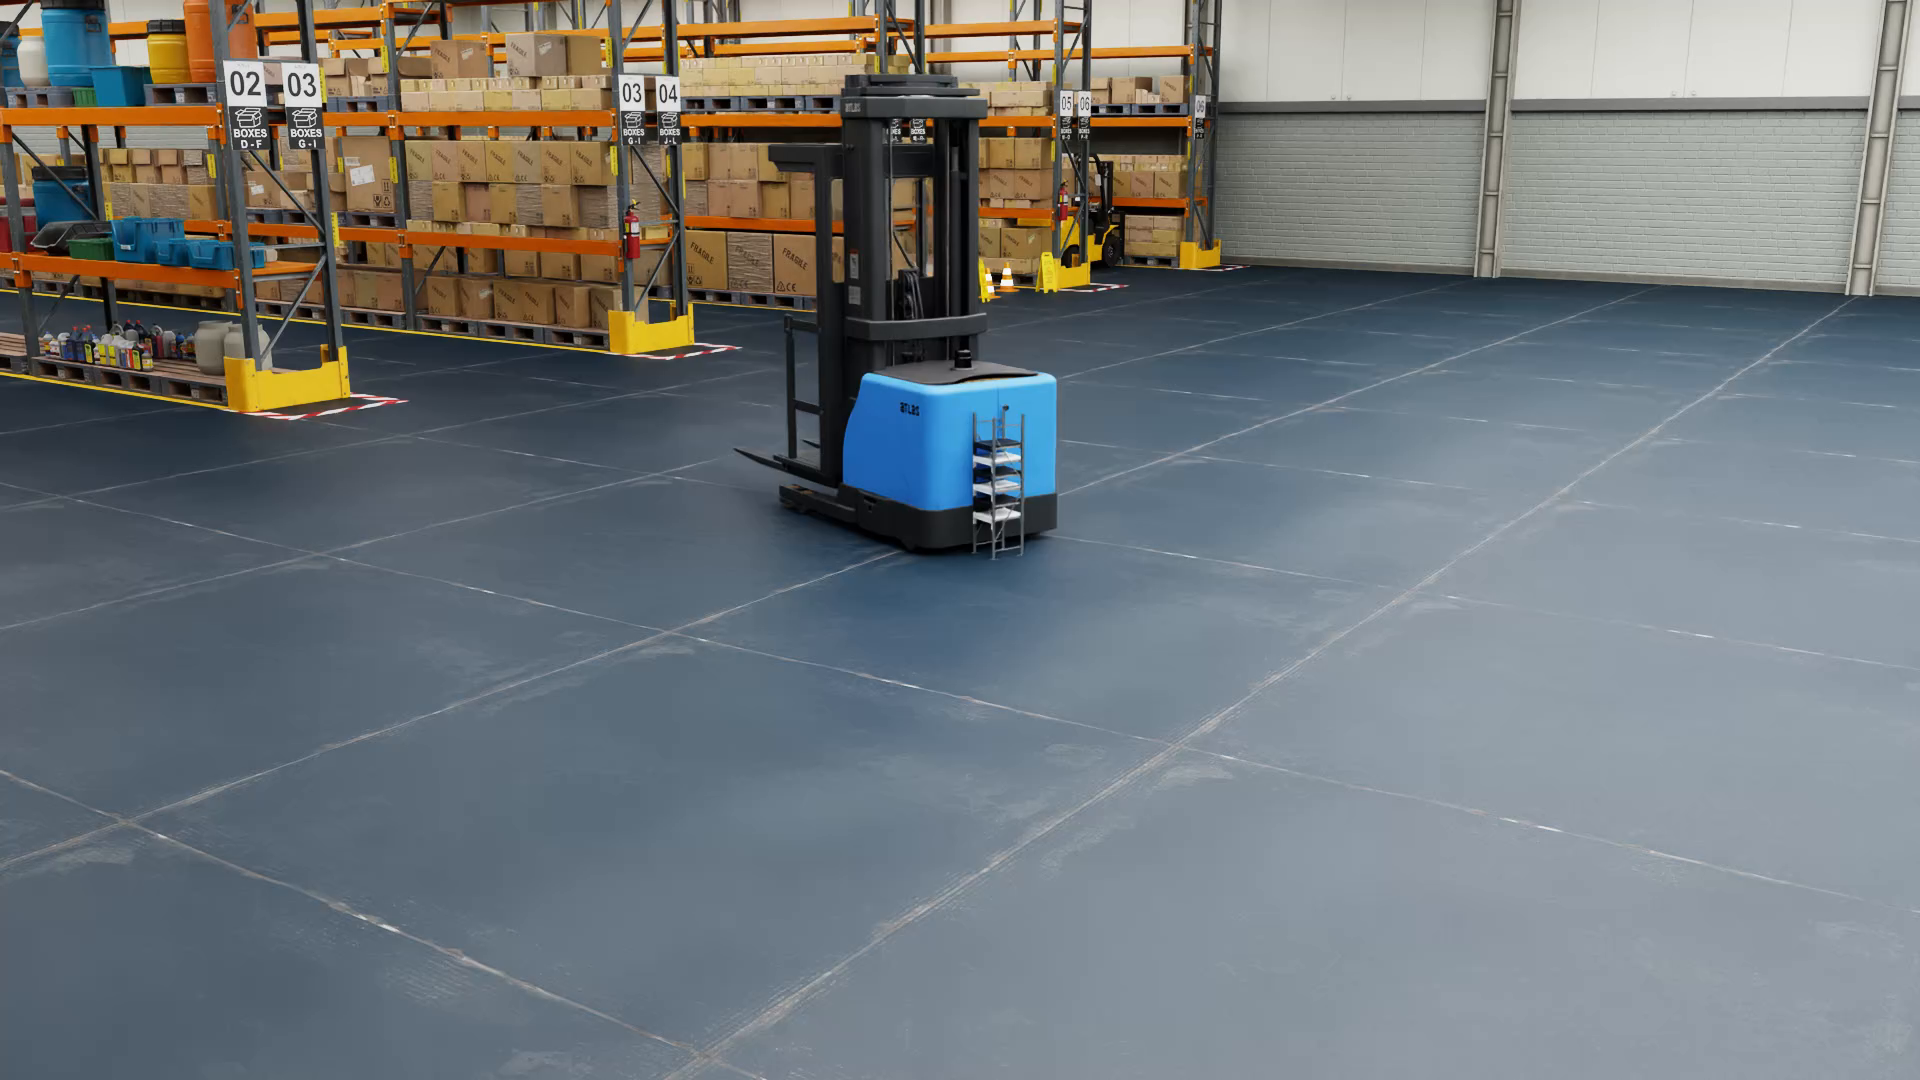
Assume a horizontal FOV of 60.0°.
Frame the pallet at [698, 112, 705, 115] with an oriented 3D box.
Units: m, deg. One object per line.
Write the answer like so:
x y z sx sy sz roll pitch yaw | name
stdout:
-5.348 -8.272 32.146 1.003 0.211 1.213 10 17 35 | pallet

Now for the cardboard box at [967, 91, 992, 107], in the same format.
0.429 -7.437 28.076 0.500 0.250 0.500 10 17 34 | cardboard box

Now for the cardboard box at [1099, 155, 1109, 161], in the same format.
2.930 -7.467 32.568 0.250 0.149 0.380 9 17 34 | cardboard box

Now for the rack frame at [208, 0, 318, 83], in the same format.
-6.441 -5.707 15.151 0.127 3.000 1.000 9 17 33 | rack frame

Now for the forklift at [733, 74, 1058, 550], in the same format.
-0.612 -1.661 11.433 1.130 2.935 3.031 -9 17 -33 | forklift

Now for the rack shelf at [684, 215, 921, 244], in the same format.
-2.484 -4.677 24.971 4.000 0.370 1.077 9 17 33 | rack shelf

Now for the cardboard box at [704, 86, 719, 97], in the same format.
-3.610 -6.696 24.830 0.250 0.149 0.380 9 17 33 | cardboard box

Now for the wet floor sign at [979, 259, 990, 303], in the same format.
0.304 -4.006 25.664 0.232 0.644 0.267 6 15 23 | wet floor sign

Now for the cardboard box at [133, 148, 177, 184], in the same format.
-12.012 -5.669 25.185 0.637 0.503 0.797 10 17 35 | cardboard box

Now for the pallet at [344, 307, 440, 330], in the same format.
-7.643 -3.070 22.784 1.213 0.211 1.003 9 17 33 | pallet

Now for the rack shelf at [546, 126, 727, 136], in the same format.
-6.444 -8.206 32.987 4.000 0.370 1.077 9 17 33 | rack shelf

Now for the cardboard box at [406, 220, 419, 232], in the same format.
-6.986 -4.108 21.700 0.250 0.149 0.380 9 17 33 | cardboard box

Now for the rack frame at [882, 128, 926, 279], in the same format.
-0.825 -4.758 23.801 0.127 3.000 1.000 9 17 33 | rack frame

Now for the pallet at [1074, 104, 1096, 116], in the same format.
2.024 -8.589 33.219 1.213 0.211 1.003 9 17 33 | pallet

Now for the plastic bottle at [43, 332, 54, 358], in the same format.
-9.741 -2.091 17.788 0.097 0.271 0.097 0 14 0 | plastic bottle

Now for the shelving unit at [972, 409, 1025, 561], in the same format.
0.239 -0.341 10.330 0.258 0.900 0.210 -9 17 -33 | shelving unit

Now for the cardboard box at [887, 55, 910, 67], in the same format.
-0.924 -6.840 23.750 0.250 0.149 0.380 9 17 33 | cardboard box

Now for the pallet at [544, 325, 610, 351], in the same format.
-4.394 -2.555 20.706 1.213 0.211 1.003 9 17 33 | pallet

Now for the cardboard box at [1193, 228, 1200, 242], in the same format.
4.347 -5.965 32.485 0.500 0.250 0.500 10 17 34 | cardboard box

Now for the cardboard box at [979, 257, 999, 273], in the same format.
0.608 -4.753 28.631 0.500 0.250 0.500 9 17 33 | cardboard box

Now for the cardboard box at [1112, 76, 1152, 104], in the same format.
3.324 -8.674 32.087 0.500 0.500 0.700 9 17 33 | cardboard box

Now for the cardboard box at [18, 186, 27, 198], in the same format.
-15.001 -5.608 26.927 0.500 0.250 0.500 10 17 34 | cardboard box

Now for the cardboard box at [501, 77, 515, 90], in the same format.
-5.359 -5.556 20.267 0.250 0.149 0.380 8 16 30 | cardboard box

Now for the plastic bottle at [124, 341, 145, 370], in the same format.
-8.404 -1.885 16.947 0.135 0.276 0.152 9 17 33 | plastic bottle

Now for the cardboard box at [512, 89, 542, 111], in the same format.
-5.055 -5.317 20.128 0.500 0.250 0.500 10 17 34 | cardboard box

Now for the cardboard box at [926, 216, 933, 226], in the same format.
-0.404 -5.577 29.049 0.250 0.149 0.380 10 17 36 | cardboard box

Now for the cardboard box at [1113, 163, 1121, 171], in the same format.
3.099 -7.270 32.391 0.250 0.149 0.380 9 17 33 | cardboard box

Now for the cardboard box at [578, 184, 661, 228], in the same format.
-4.118 -4.055 20.133 0.500 0.500 0.875 9 17 33 | cardboard box

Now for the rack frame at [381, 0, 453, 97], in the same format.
-6.996 -7.231 21.307 0.127 3.000 1.000 9 17 33 | rack frame

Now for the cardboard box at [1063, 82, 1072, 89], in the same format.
1.673 -7.568 27.774 0.250 0.149 0.380 9 17 32 | cardboard box

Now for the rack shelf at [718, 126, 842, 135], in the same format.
-3.677 -9.197 36.987 4.000 0.370 1.077 9 17 33 | rack shelf

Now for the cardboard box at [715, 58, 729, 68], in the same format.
-3.399 -7.049 24.597 0.250 0.149 0.380 9 16 32 | cardboard box

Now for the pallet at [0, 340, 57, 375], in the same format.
-10.434 -2.075 18.768 1.213 0.211 1.003 9 17 33 | pallet

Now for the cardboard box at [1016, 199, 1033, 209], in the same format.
1.152 -5.656 27.952 0.250 0.149 0.380 9 16 32 | cardboard box

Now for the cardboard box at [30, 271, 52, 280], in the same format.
-14.884 -4.790 27.477 0.875 0.875 0.875 9 17 33 | cardboard box

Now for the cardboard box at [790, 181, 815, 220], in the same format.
-2.021 -5.041 24.633 0.550 0.550 0.875 9 17 33 | cardboard box

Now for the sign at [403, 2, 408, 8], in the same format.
-11.737 -11.237 35.215 0.005 0.325 0.100 9 17 33 | sign

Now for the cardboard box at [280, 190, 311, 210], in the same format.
-9.053 -4.716 23.069 0.500 0.250 0.500 9 16 31 | cardboard box

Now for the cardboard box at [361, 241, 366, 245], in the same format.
-10.952 -5.564 30.877 0.250 0.149 0.380 10 17 35 | cardboard box

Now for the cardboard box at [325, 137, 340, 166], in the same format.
-11.323 -7.055 30.171 0.500 0.500 0.500 9 16 31 | cardboard box

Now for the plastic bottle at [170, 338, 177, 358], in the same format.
-8.392 -2.056 17.793 0.097 0.201 0.097 0 14 0 | plastic bottle

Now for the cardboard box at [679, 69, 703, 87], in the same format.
-3.895 -6.953 25.037 0.500 0.250 0.500 9 17 33 | cardboard box

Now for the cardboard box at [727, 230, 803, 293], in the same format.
-2.911 -4.248 25.291 0.875 0.875 0.875 9 17 33 | cardboard box

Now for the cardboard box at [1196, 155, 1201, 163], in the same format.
4.462 -7.344 32.072 0.250 0.149 0.380 9 16 32 | cardboard box

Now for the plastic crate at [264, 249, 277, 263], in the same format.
-7.004 -2.851 16.647 0.250 0.136 0.298 9 17 33 | plastic crate

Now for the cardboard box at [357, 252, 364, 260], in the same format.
-11.126 -5.336 31.195 0.250 0.149 0.380 10 17 34 | cardboard box

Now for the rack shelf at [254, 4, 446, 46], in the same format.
-8.656 -6.956 22.525 4.000 0.370 1.077 9 17 33 | rack shelf

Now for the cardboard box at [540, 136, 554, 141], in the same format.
-8.537 -8.194 34.045 0.250 0.149 0.380 9 16 32 | cardboard box

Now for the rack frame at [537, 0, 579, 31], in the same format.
-8.103 -10.280 33.623 0.127 3.000 1.000 9 17 33 | rack frame

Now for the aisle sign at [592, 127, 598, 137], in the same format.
-8.876 -10.107 39.999 0.004 0.787 0.394 9 17 33 | aisle sign

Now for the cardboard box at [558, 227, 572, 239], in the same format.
-4.671 -3.751 20.257 0.250 0.149 0.380 9 17 33 | cardboard box

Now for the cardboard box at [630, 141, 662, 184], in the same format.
-3.981 -4.589 20.211 0.500 0.500 0.500 9 17 33 | cardboard box
